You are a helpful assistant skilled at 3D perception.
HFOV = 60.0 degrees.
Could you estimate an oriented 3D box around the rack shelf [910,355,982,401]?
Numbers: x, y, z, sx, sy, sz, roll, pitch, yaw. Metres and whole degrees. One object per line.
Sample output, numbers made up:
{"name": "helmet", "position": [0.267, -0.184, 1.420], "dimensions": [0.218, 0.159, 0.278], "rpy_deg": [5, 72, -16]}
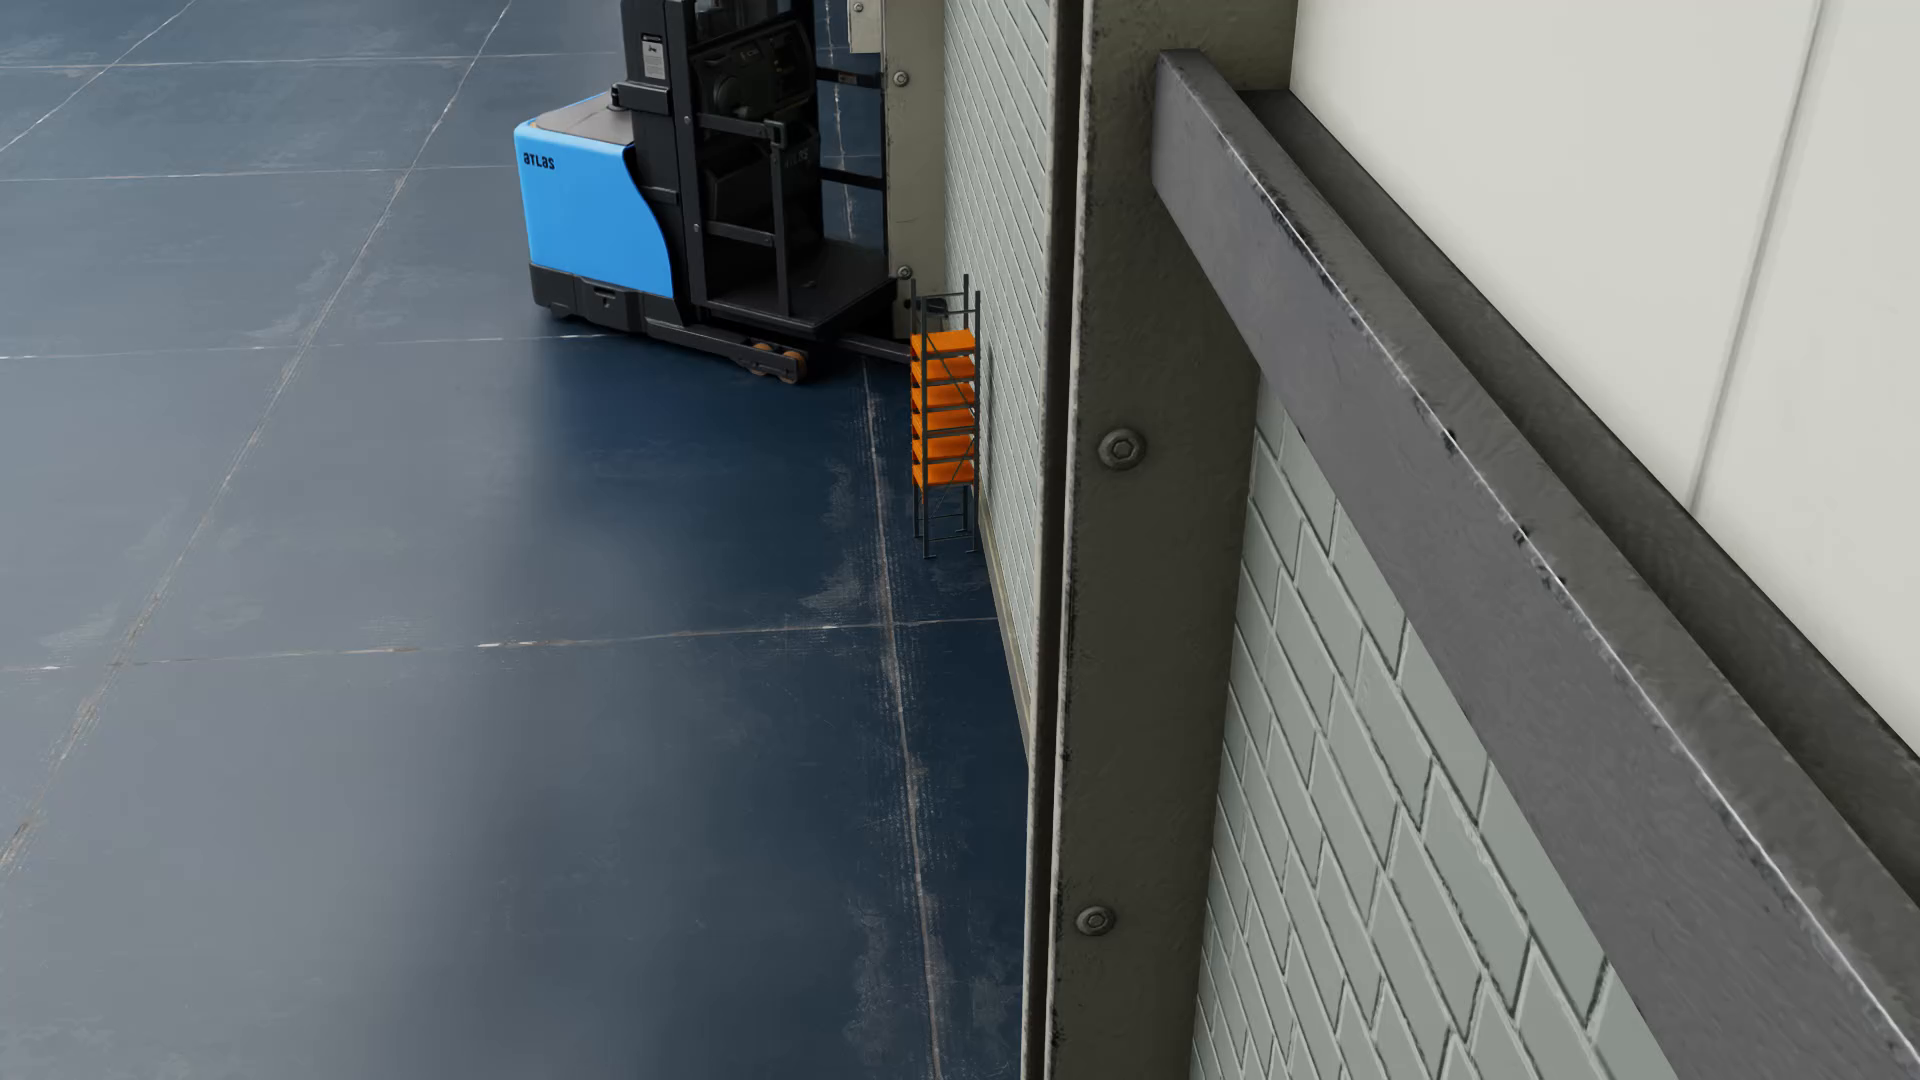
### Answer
{"name": "rack shelf", "position": [-0.060, -0.666, 6.812], "dimensions": [0.258, 0.103, 0.180], "rpy_deg": [-7, 32, -12]}

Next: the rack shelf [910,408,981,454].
{"name": "rack shelf", "position": [-0.060, -0.460, 6.935], "dimensions": [0.258, 0.103, 0.180], "rpy_deg": [-7, 32, -12]}

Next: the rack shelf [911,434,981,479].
{"name": "rack shelf", "position": [-0.061, -0.356, 6.996], "dimensions": [0.258, 0.103, 0.180], "rpy_deg": [-7, 32, -12]}

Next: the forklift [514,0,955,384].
{"name": "forklift", "position": [-0.866, -2.378, 8.372], "dimensions": [3.031, 2.935, 1.130], "rpy_deg": [17, 35, 25]}

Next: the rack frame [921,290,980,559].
{"name": "rack frame", "position": [-0.037, -0.453, 6.836], "dimensions": [0.240, 1.200, 0.006], "rpy_deg": [-7, 32, -12]}

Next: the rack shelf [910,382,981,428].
{"name": "rack shelf", "position": [-0.060, -0.563, 6.874], "dimensions": [0.258, 0.103, 0.180], "rpy_deg": [-7, 32, -12]}

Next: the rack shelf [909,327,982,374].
{"name": "rack shelf", "position": [-0.060, -0.769, 6.751], "dimensions": [0.258, 0.103, 0.180], "rpy_deg": [-7, 32, -12]}

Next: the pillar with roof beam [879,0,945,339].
{"name": "pillar with roof beam", "position": [-4.529, -4.866, 6.622], "dimensions": [9.100, 9.000, 0.400], "rpy_deg": [-3, 31, -5]}

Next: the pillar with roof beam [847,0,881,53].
{"name": "pillar with roof beam", "position": [-5.089, -7.930, 11.750], "dimensions": [9.100, 9.000, 0.400], "rpy_deg": [-3, 31, -5]}

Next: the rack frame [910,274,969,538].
{"name": "rack frame", "position": [-0.083, -0.543, 6.988], "dimensions": [0.240, 1.200, 0.006], "rpy_deg": [-7, 32, -12]}

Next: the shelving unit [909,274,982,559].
{"name": "shelving unit", "position": [-0.060, -0.498, 6.912], "dimensions": [0.258, 1.200, 0.189], "rpy_deg": [-7, 32, -12]}

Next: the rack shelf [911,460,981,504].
{"name": "rack shelf", "position": [-0.061, -0.253, 7.057], "dimensions": [0.258, 0.103, 0.180], "rpy_deg": [-7, 32, -12]}
